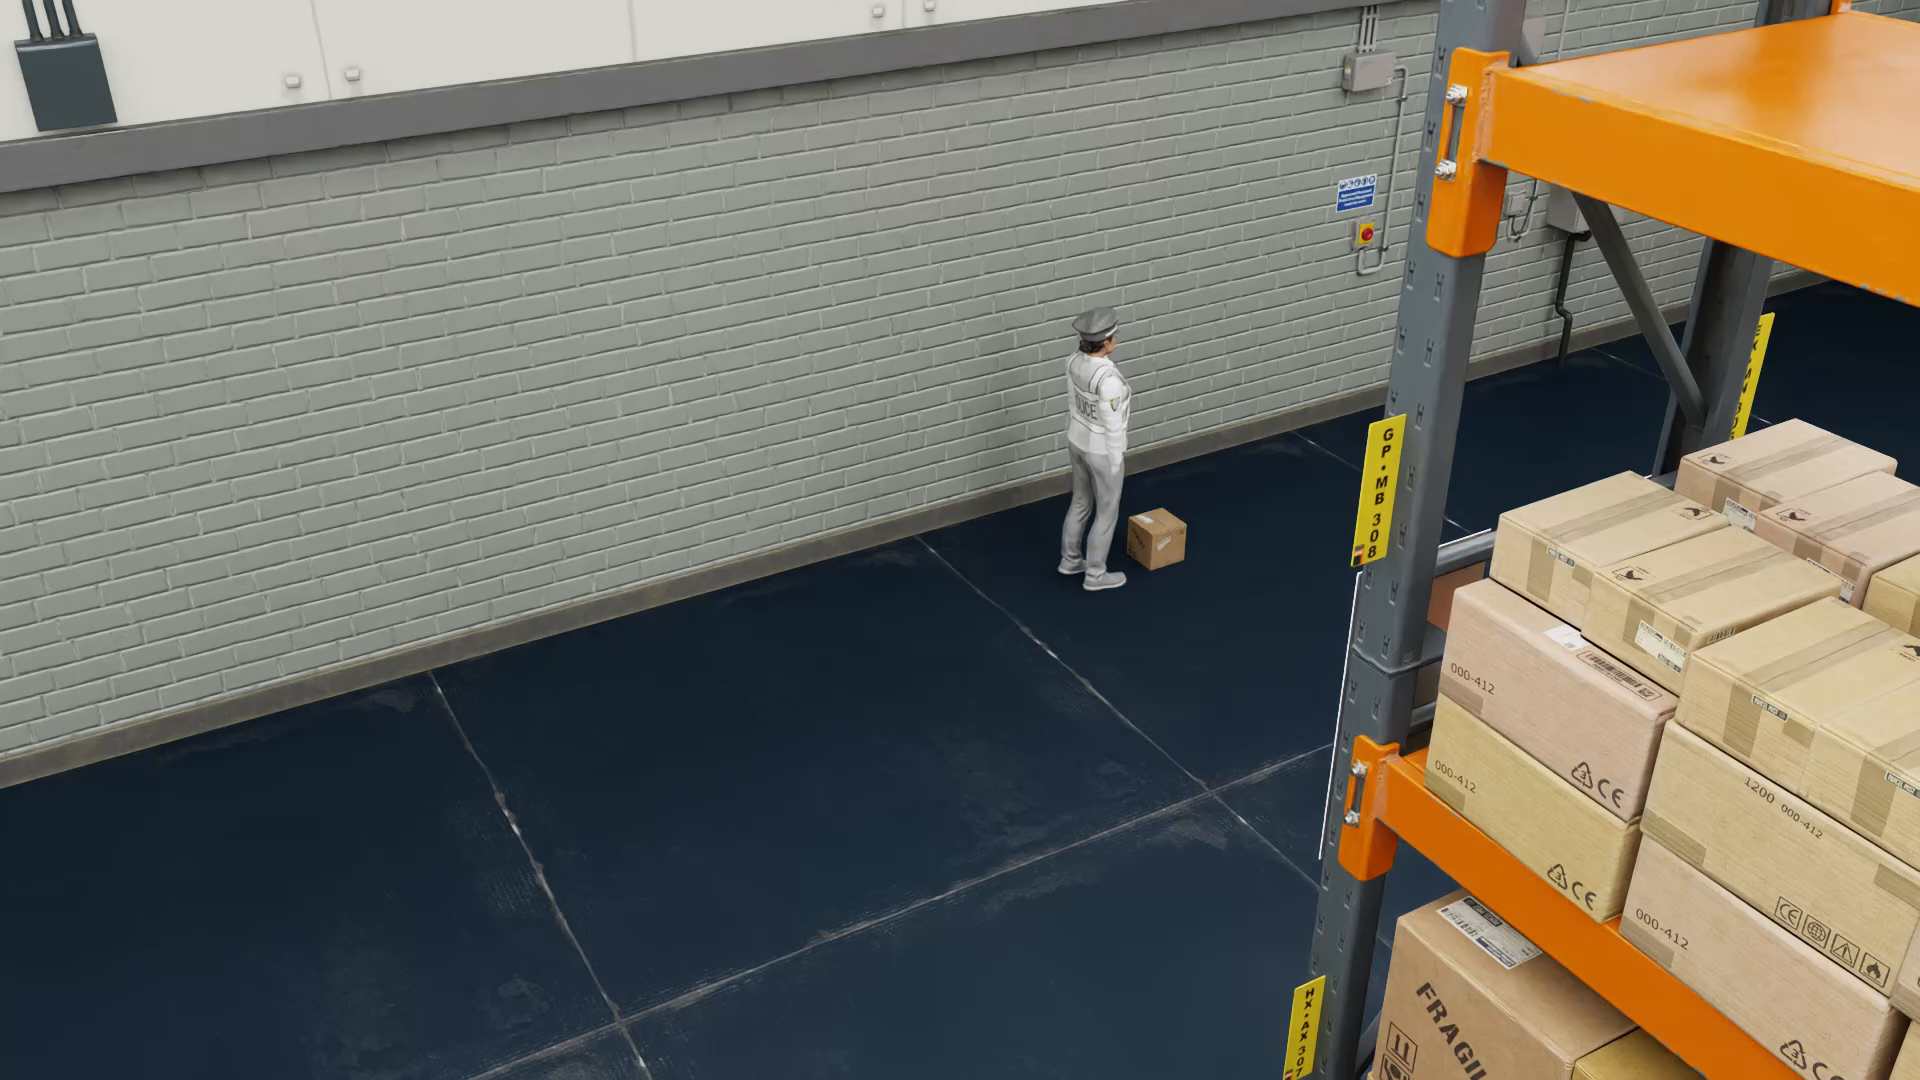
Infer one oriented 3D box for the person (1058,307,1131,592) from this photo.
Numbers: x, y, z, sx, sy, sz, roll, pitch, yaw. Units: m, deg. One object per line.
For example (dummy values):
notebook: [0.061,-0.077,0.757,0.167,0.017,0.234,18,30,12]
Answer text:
person: [0.781,-0.507,9.478,0.338,1.703,0.467,-15,33,-25]
